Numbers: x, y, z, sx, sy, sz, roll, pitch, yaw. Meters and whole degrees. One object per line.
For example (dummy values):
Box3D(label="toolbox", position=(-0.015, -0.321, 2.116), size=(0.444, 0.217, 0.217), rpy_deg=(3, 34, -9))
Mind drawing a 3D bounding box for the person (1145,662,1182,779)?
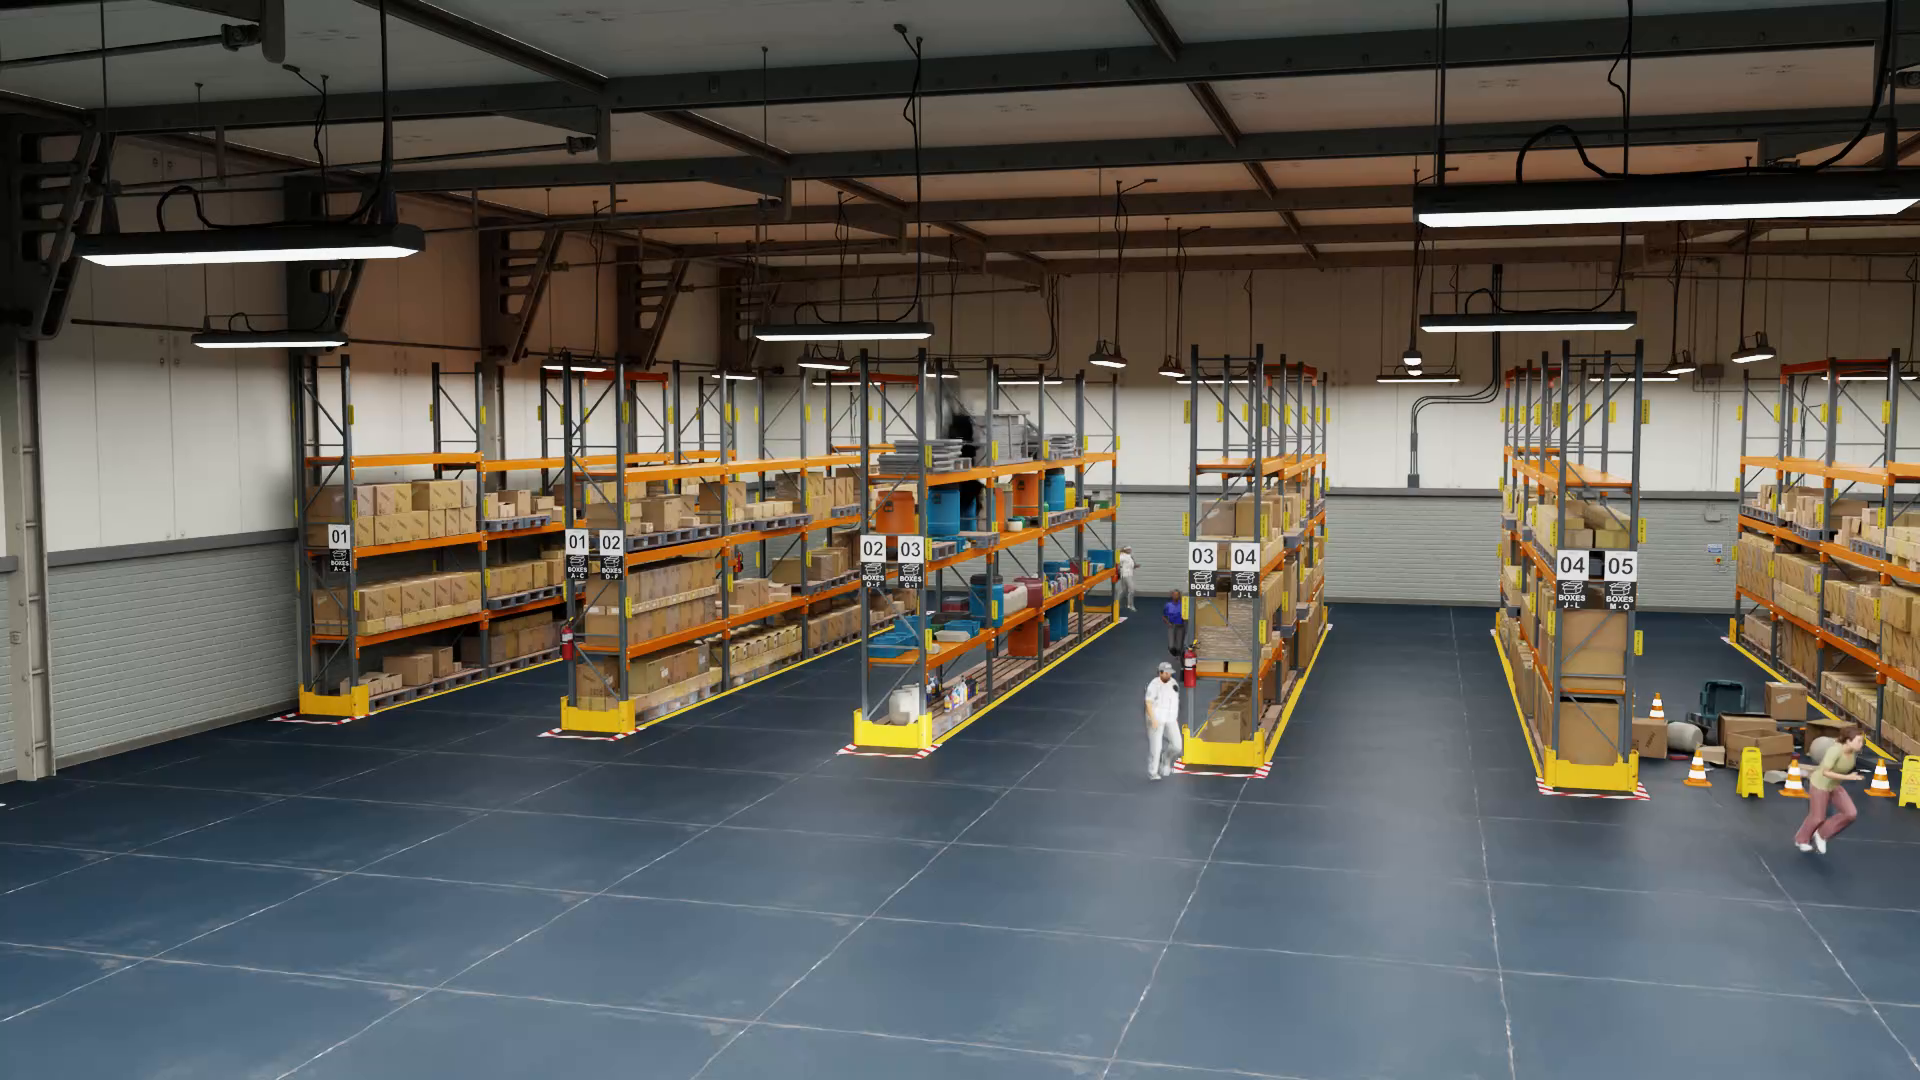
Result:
Box3D(label="person", position=(2.798, 2.481, 22.830), size=(0.604, 1.635, 0.570), rpy_deg=(-2, 5, -23))

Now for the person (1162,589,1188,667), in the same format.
Box3D(label="person", position=(4.175, 1.710, 32.080), size=(0.570, 1.528, 0.550), rpy_deg=(1, 4, 15))

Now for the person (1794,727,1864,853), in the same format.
Box3D(label="person", position=(9.881, 2.824, 18.818), size=(0.609, 1.510, 0.874), rpy_deg=(-2, 5, -25))

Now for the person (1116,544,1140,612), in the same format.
Box3D(label="person", position=(4.244, 0.969, 42.548), size=(0.772, 1.758, 0.545), rpy_deg=(2, 5, 23))

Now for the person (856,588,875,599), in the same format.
Box3D(label="person", position=(-2.406, 0.848, 43.817), size=(0.885, 1.831, 0.596), rpy_deg=(3, 5, 32))
